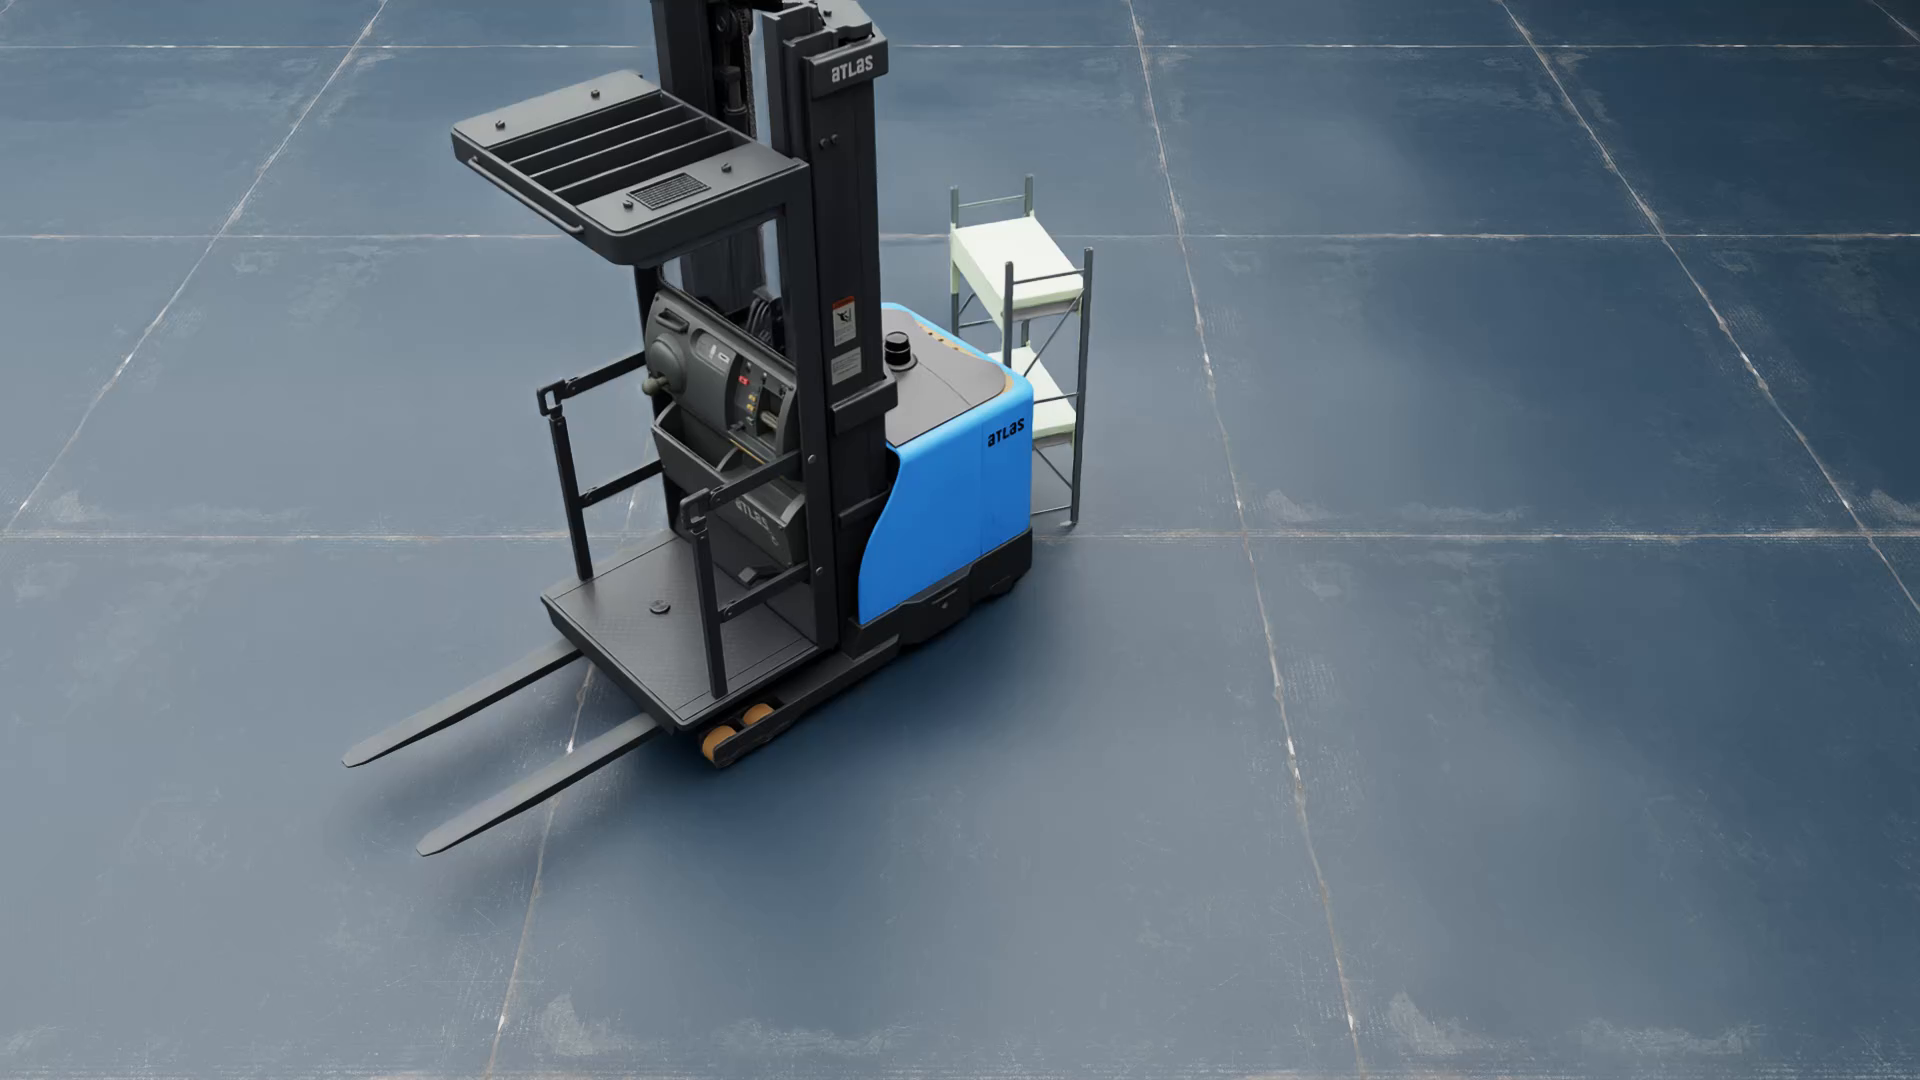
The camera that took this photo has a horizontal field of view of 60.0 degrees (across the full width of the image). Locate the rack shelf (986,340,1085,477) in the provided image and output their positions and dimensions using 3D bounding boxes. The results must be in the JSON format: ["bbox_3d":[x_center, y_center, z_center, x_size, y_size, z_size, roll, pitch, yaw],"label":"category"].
[{"bbox_3d":[0.266,-0.594,8.059,0.431,0.370,0.720,-12,40,-15],"label":"rack shelf"}]

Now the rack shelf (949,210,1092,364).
[{"bbox_3d":[0.266,-1.153,7.611,0.431,0.370,0.720,-12,40,-15],"label":"rack shelf"}]

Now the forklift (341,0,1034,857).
[{"bbox_3d":[-1.097,-0.585,6.382,3.031,2.935,1.130,-30,47,-32],"label":"forklift"}]

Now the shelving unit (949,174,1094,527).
[{"bbox_3d":[0.266,-0.849,7.855,0.431,1.500,0.755,-12,40,-15],"label":"shelving unit"}]

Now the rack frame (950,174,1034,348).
[{"bbox_3d":[0.148,-1.066,8.126,0.400,1.500,0.023,-12,40,-15],"label":"rack frame"}]

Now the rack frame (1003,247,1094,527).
[{"bbox_3d":[0.383,-0.632,7.585,0.400,1.500,0.023,-12,40,-15],"label":"rack frame"}]
